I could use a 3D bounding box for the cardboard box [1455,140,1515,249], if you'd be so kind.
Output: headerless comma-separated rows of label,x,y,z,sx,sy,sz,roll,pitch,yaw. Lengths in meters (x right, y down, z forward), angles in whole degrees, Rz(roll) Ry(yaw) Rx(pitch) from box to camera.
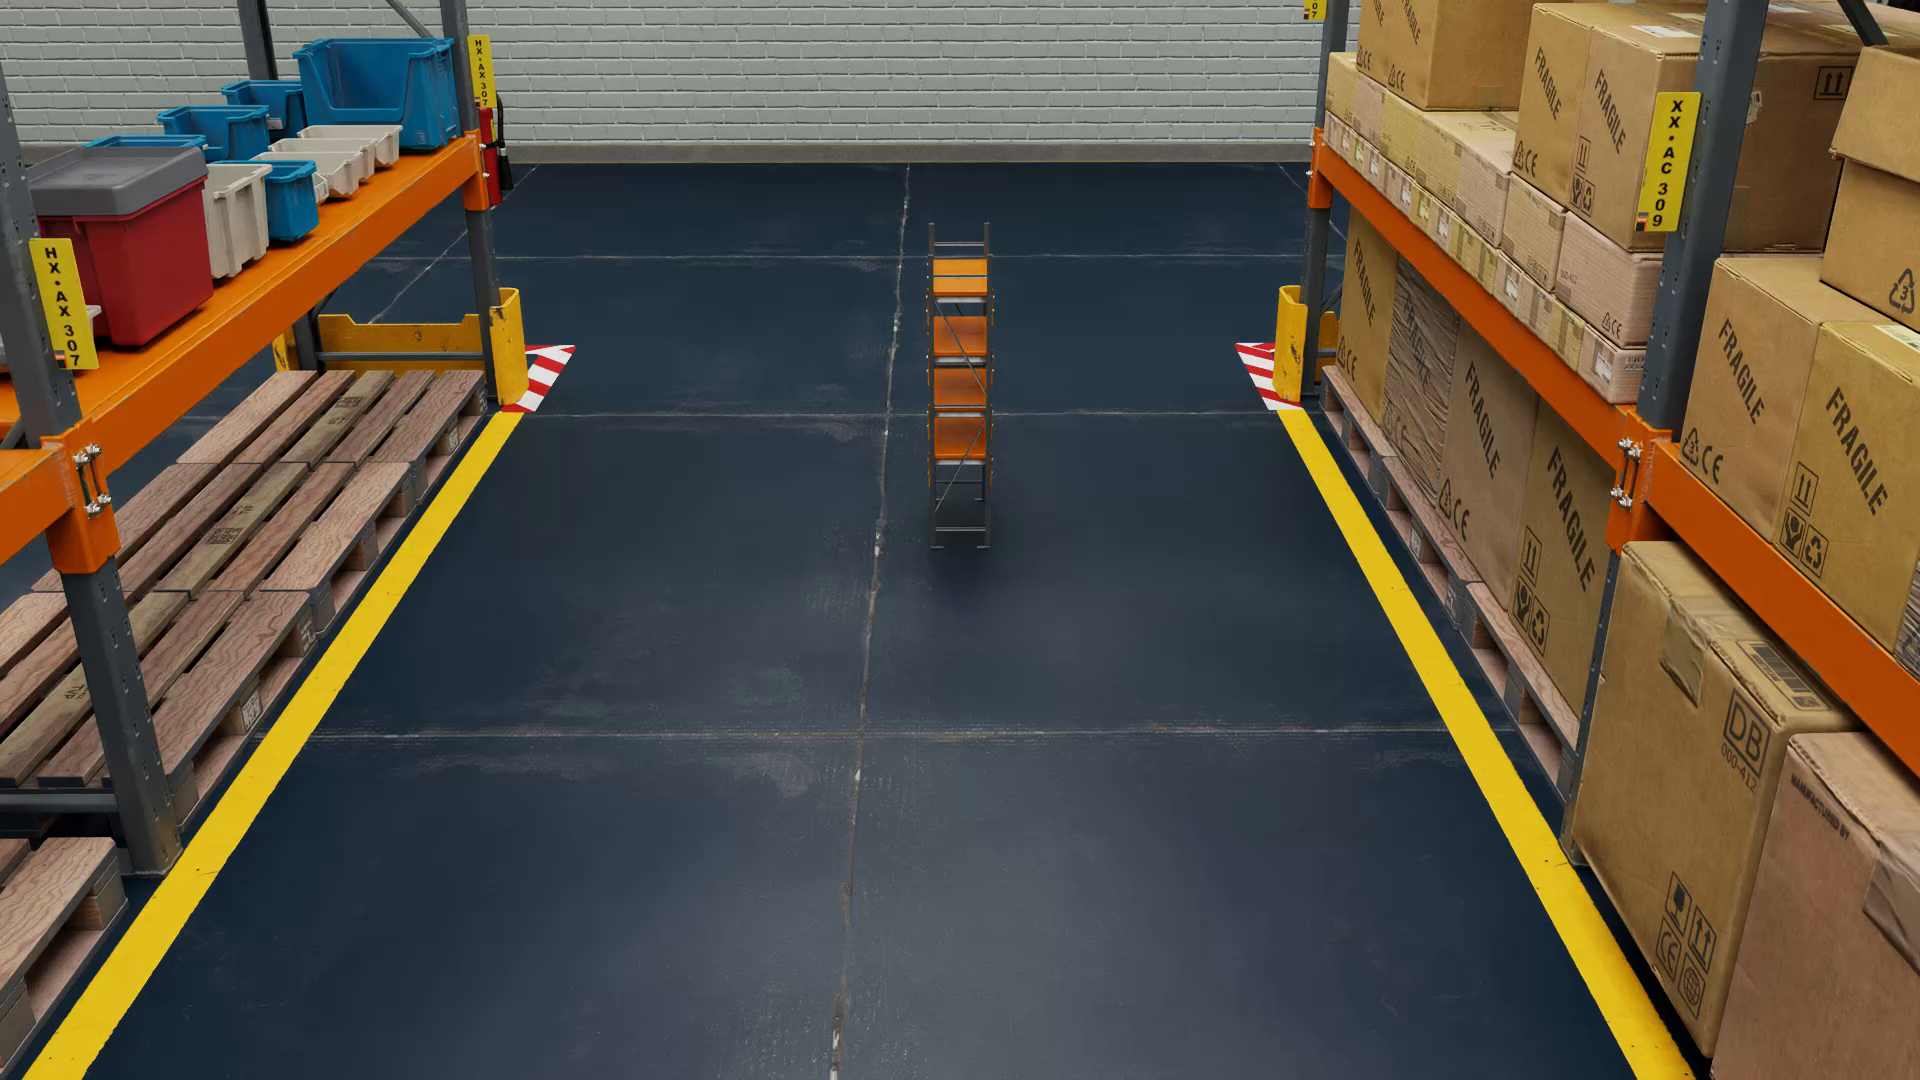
cardboard box,1.948,-1.136,5.444,0.500,0.250,0.500,0,24,1

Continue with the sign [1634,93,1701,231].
sign,1.674,-0.892,3.936,0.100,0.325,0.005,0,24,-1

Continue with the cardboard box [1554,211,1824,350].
cardboard box,1.962,-0.713,4.507,0.500,0.250,0.500,-1,24,-2

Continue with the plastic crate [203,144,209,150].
plastic crate,-3.166,-1.483,6.636,0.250,0.136,0.298,0,24,-1

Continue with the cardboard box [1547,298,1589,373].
cardboard box,1.895,-0.581,4.699,0.380,0.149,0.250,0,24,0

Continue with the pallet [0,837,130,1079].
pallet,-2.757,1.146,3.960,1.003,0.211,1.213,0,24,-1

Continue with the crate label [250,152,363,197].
crate label,-2.561,-1.429,6.516,0.396,0.136,0.243,0,24,-1

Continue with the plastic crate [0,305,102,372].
plastic crate,-2.586,-0.542,4.556,0.396,0.136,0.243,0,24,-1

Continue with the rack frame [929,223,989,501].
rack frame,-0.004,-0.715,6.876,0.240,1.200,0.015,0,24,-1

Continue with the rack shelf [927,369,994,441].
rack shelf,-0.002,-0.554,6.681,0.258,0.148,0.480,0,24,-1

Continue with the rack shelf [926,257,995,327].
rack shelf,-0.002,-0.973,6.492,0.258,0.148,0.480,0,24,-1

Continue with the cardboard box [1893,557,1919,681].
cardboard box,1.995,0.094,2.782,0.500,0.500,0.500,-1,24,-2

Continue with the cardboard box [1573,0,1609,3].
cardboard box,2.453,-2.322,7.156,0.500,0.500,0.500,0,24,0

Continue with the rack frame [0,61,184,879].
rack frame,-2.724,-0.443,4.089,1.000,3.000,0.127,0,24,-1

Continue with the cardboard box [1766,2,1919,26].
cardboard box,2.482,-1.275,4.841,0.500,0.500,0.500,0,24,-1

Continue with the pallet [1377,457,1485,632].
pallet,2.283,-0.012,6.520,1.003,0.211,1.213,0,24,-1

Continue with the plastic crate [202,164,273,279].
plastic crate,-2.556,-1.046,5.494,0.437,0.282,0.530,0,24,-1

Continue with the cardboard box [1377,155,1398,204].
cardboard box,1.872,-1.427,6.571,0.380,0.149,0.250,-1,24,-2

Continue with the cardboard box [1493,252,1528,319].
cardboard box,1.889,-0.792,5.167,0.380,0.149,0.250,0,24,0

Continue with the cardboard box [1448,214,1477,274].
cardboard box,1.883,-1.004,5.635,0.380,0.149,0.250,-1,24,-1

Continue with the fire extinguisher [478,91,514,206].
fire extinguisher,-2.315,-1.950,7.968,0.296,0.674,0.183,0,24,-1

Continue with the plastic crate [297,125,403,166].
plastic crate,-2.578,-1.663,7.034,0.396,0.136,0.243,0,24,-1

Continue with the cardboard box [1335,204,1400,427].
cardboard box,2.272,-1.073,7.551,0.875,0.875,0.875,0,24,-1

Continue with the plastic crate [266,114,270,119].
plastic crate,-3.173,-1.762,7.254,0.250,0.136,0.298,0,24,-1

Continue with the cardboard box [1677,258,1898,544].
cardboard box,1.984,-0.320,3.696,0.500,0.500,0.500,0,24,0

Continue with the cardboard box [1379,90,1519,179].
cardboard box,1.935,-1.560,6.380,0.500,0.250,0.500,-1,24,-2

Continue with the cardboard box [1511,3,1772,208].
cardboard box,1.955,-1.268,4.826,0.500,0.500,0.500,0,24,0

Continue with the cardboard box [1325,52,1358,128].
cardboard box,1.920,-1.981,7.312,0.500,0.250,0.500,-1,24,-2

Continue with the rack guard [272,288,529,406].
rack guard,-2.781,-0.962,8.270,1.175,0.500,0.348,0,24,-1

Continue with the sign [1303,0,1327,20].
sign,1.630,-2.544,7.587,0.100,0.325,0.005,0,24,-1

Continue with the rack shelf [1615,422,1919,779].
rack shelf,2.251,0.687,2.464,1.077,0.370,4.000,0,24,-1

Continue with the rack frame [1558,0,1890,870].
rack frame,2.229,-0.465,4.138,1.000,3.000,0.127,0,24,-1

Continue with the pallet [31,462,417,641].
pallet,-2.787,0.021,6.447,1.003,0.211,1.213,0,24,-1

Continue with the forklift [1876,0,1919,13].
forklift,4.512,-2.191,8.037,1.130,2.935,3.031,-2,24,-4

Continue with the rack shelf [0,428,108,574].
rack shelf,-2.702,0.709,2.415,1.077,0.370,4.000,0,24,-1

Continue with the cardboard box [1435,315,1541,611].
cardboard box,2.292,-0.331,5.911,0.875,0.875,0.875,0,24,-1

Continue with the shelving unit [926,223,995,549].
shelving unit,-0.002,-0.615,6.654,0.258,1.200,0.503,0,24,-1

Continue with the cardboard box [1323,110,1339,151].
cardboard box,1.859,-1.851,7.507,0.380,0.149,0.250,0,24,0

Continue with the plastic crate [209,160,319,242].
plastic crate,-2.489,-1.197,5.887,0.416,0.233,0.300,0,24,-1

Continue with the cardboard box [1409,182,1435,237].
cardboard box,1.877,-1.217,6.106,0.380,0.149,0.250,-1,24,-2

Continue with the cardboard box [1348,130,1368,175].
cardboard box,1.866,-1.640,7.040,0.380,0.149,0.250,-1,24,-2

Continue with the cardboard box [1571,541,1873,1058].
cardboard box,2.256,0.576,3.906,1.225,0.875,0.875,0,24,0

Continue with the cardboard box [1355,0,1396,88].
cardboard box,1.926,-2.117,6.702,0.500,0.500,0.500,-1,24,-2
